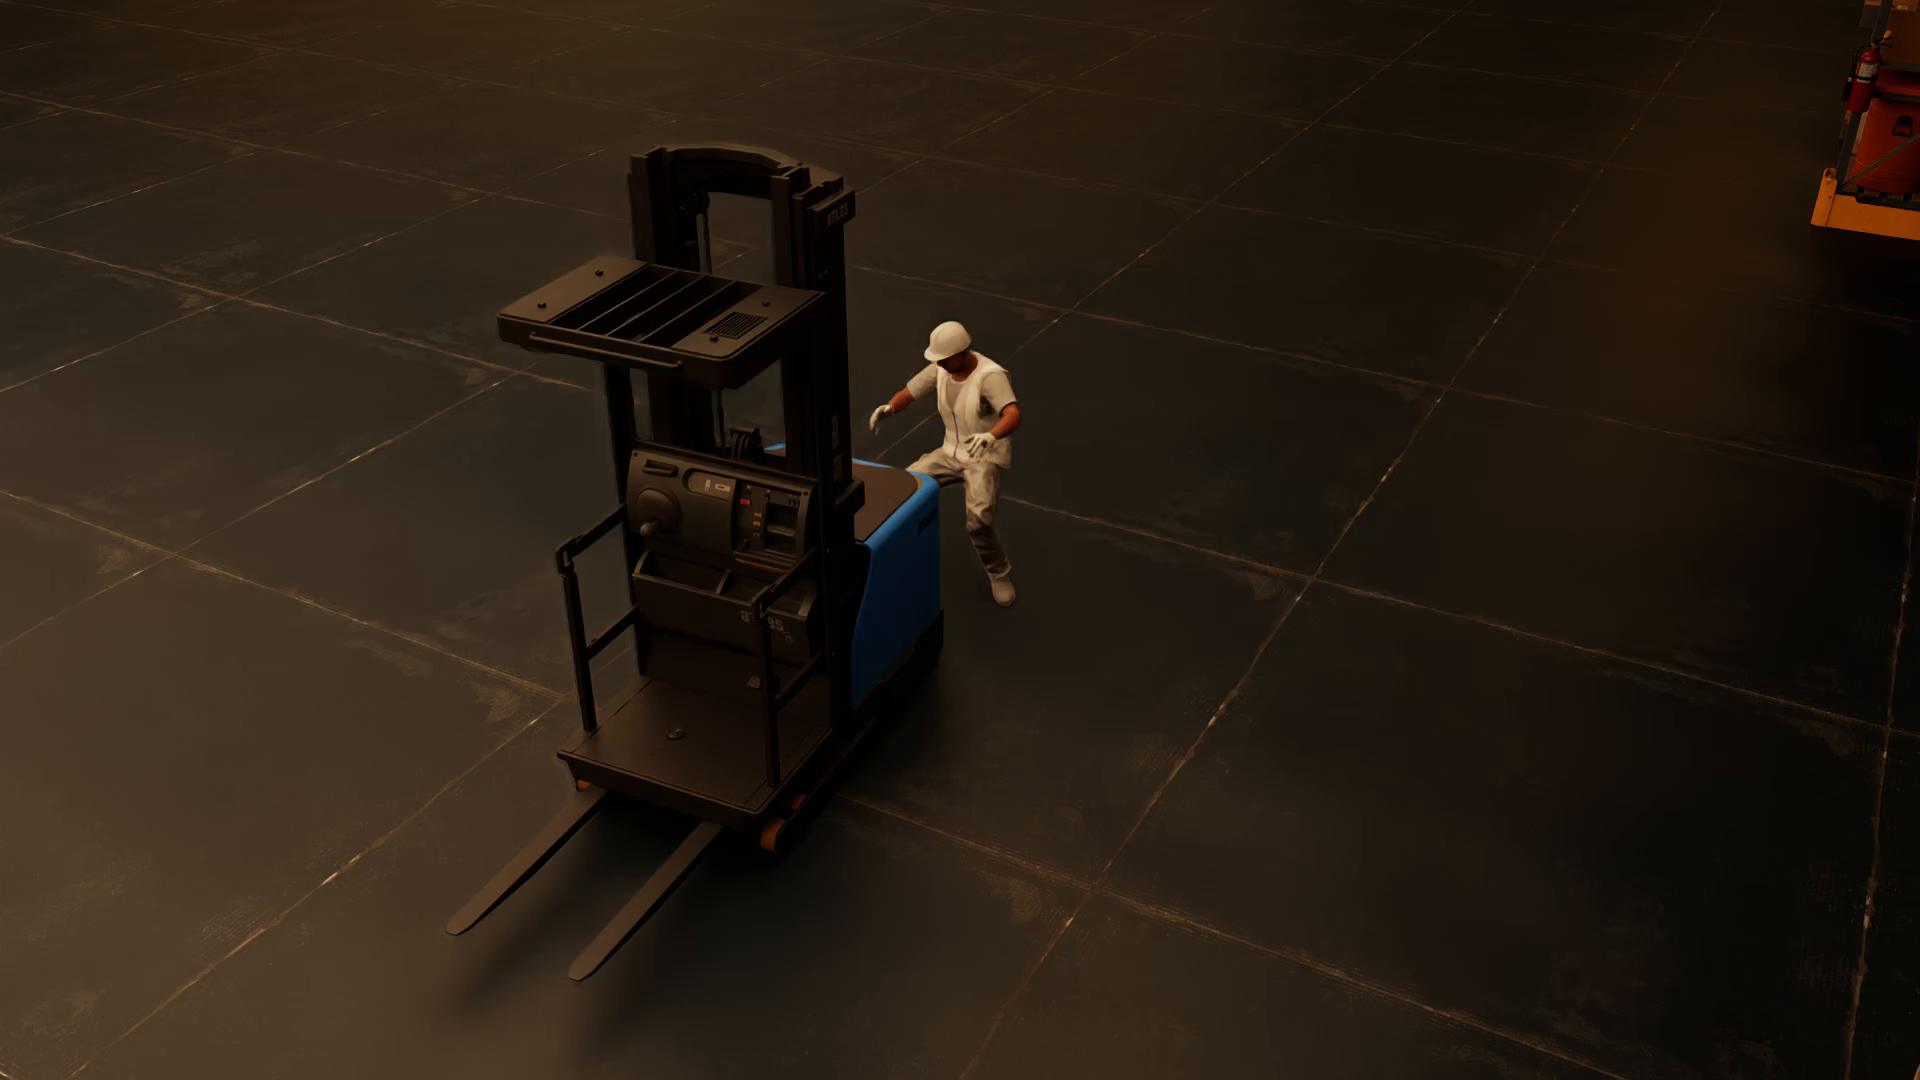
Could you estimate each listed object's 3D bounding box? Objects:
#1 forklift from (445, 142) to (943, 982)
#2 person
[{"bbox_3d":[-1.166,-0.096,7.237,1.130,2.935,3.031,13,32,21],"label":"forklift"},{"bbox_3d":[-0.071,-0.461,9.261,0.761,1.547,1.082,-23,37,-34],"label":"person"}]
